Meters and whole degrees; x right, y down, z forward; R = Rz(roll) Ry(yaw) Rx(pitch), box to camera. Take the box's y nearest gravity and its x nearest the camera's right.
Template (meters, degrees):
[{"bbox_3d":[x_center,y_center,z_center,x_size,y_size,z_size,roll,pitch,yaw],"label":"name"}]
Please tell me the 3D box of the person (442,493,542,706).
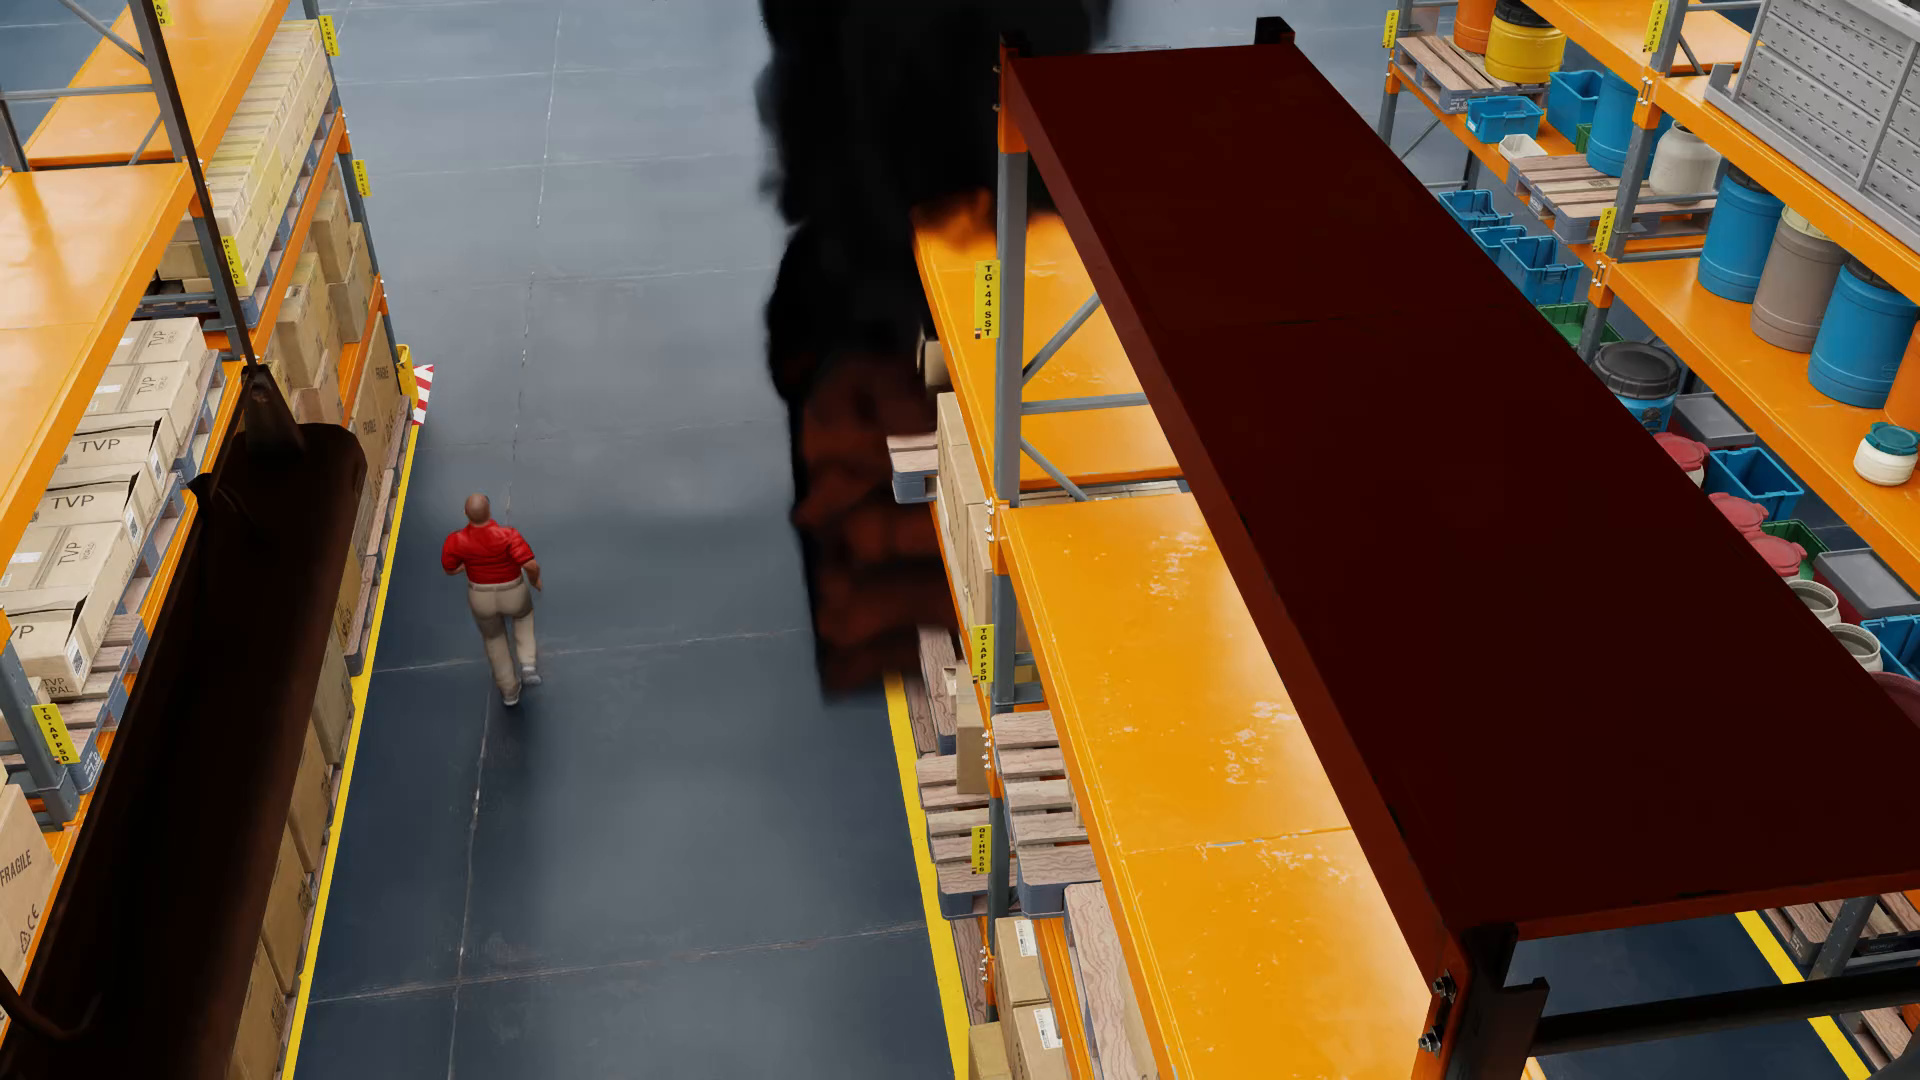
[{"bbox_3d":[-3.202,0.340,11.559,0.653,1.688,0.612,-7,37,-9],"label":"person"}]
